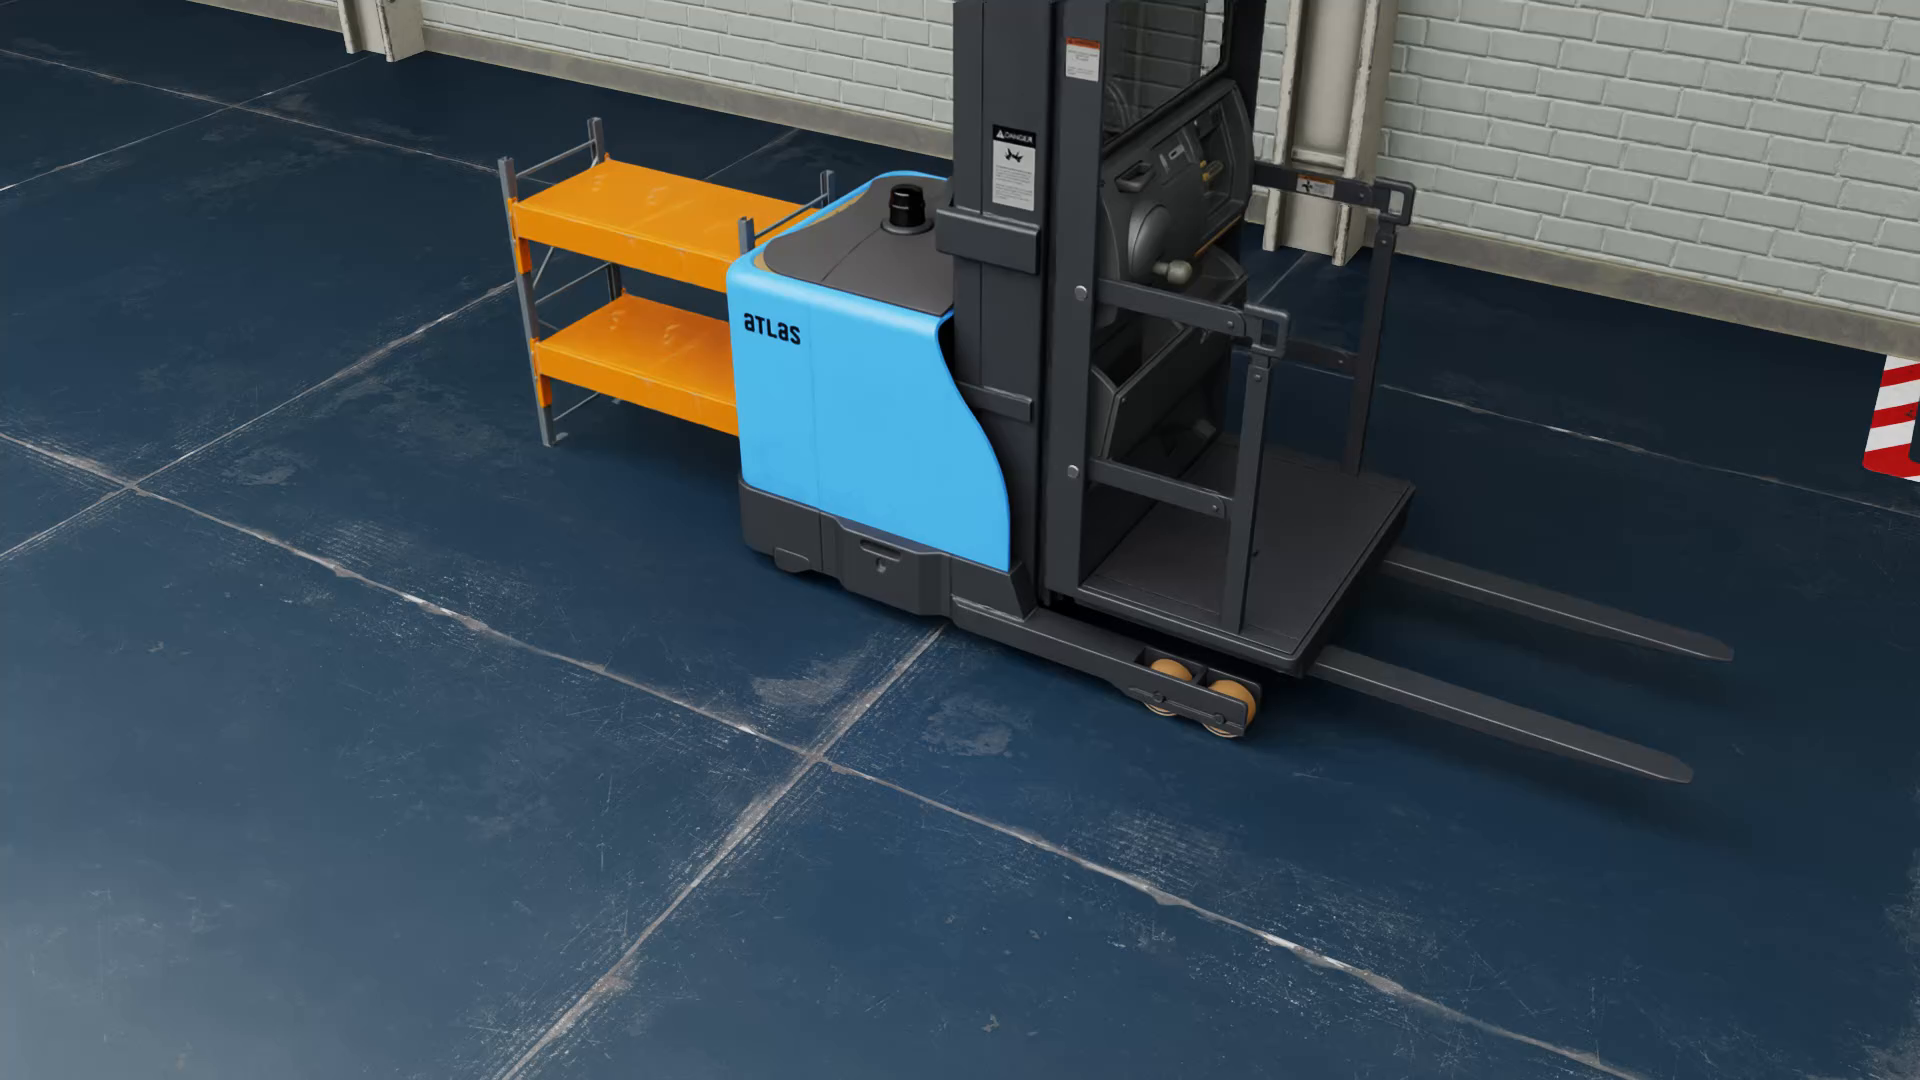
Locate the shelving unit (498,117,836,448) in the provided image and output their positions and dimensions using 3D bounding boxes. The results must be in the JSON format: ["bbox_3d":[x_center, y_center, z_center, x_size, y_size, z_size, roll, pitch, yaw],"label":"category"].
[{"bbox_3d":[-0.998,-0.797,5.932,1.048,1.125,0.538,18,38,25],"label":"shelving unit"}]

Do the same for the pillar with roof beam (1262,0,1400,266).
[{"bbox_3d":[-0.472,-3.058,2.224,0.400,9.000,9.100,18,37,24],"label":"pillar with roof beam"}]

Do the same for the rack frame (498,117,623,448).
[{"bbox_3d":[-1.435,-0.940,6.147,0.032,1.125,0.500,18,38,25],"label":"rack frame"}]

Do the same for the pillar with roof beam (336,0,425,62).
[{"bbox_3d":[-5.681,-4.709,4.702,0.400,9.000,9.100,18,37,24],"label":"pillar with roof beam"}]

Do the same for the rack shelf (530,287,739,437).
[{"bbox_3d":[-0.998,-0.593,6.067,1.000,0.278,0.538,18,38,25],"label":"rack shelf"}]

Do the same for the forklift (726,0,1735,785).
[{"bbox_3d":[0.794,-0.979,4.575,3.031,2.935,1.130,18,38,25],"label":"forklift"}]

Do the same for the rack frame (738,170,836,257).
[{"bbox_3d":[-0.560,-0.653,5.716,0.032,1.125,0.500,18,38,25],"label":"rack frame"}]

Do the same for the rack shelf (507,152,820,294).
[{"bbox_3d":[-0.998,-1.041,5.770,1.000,0.278,0.538,18,38,25],"label":"rack shelf"}]
